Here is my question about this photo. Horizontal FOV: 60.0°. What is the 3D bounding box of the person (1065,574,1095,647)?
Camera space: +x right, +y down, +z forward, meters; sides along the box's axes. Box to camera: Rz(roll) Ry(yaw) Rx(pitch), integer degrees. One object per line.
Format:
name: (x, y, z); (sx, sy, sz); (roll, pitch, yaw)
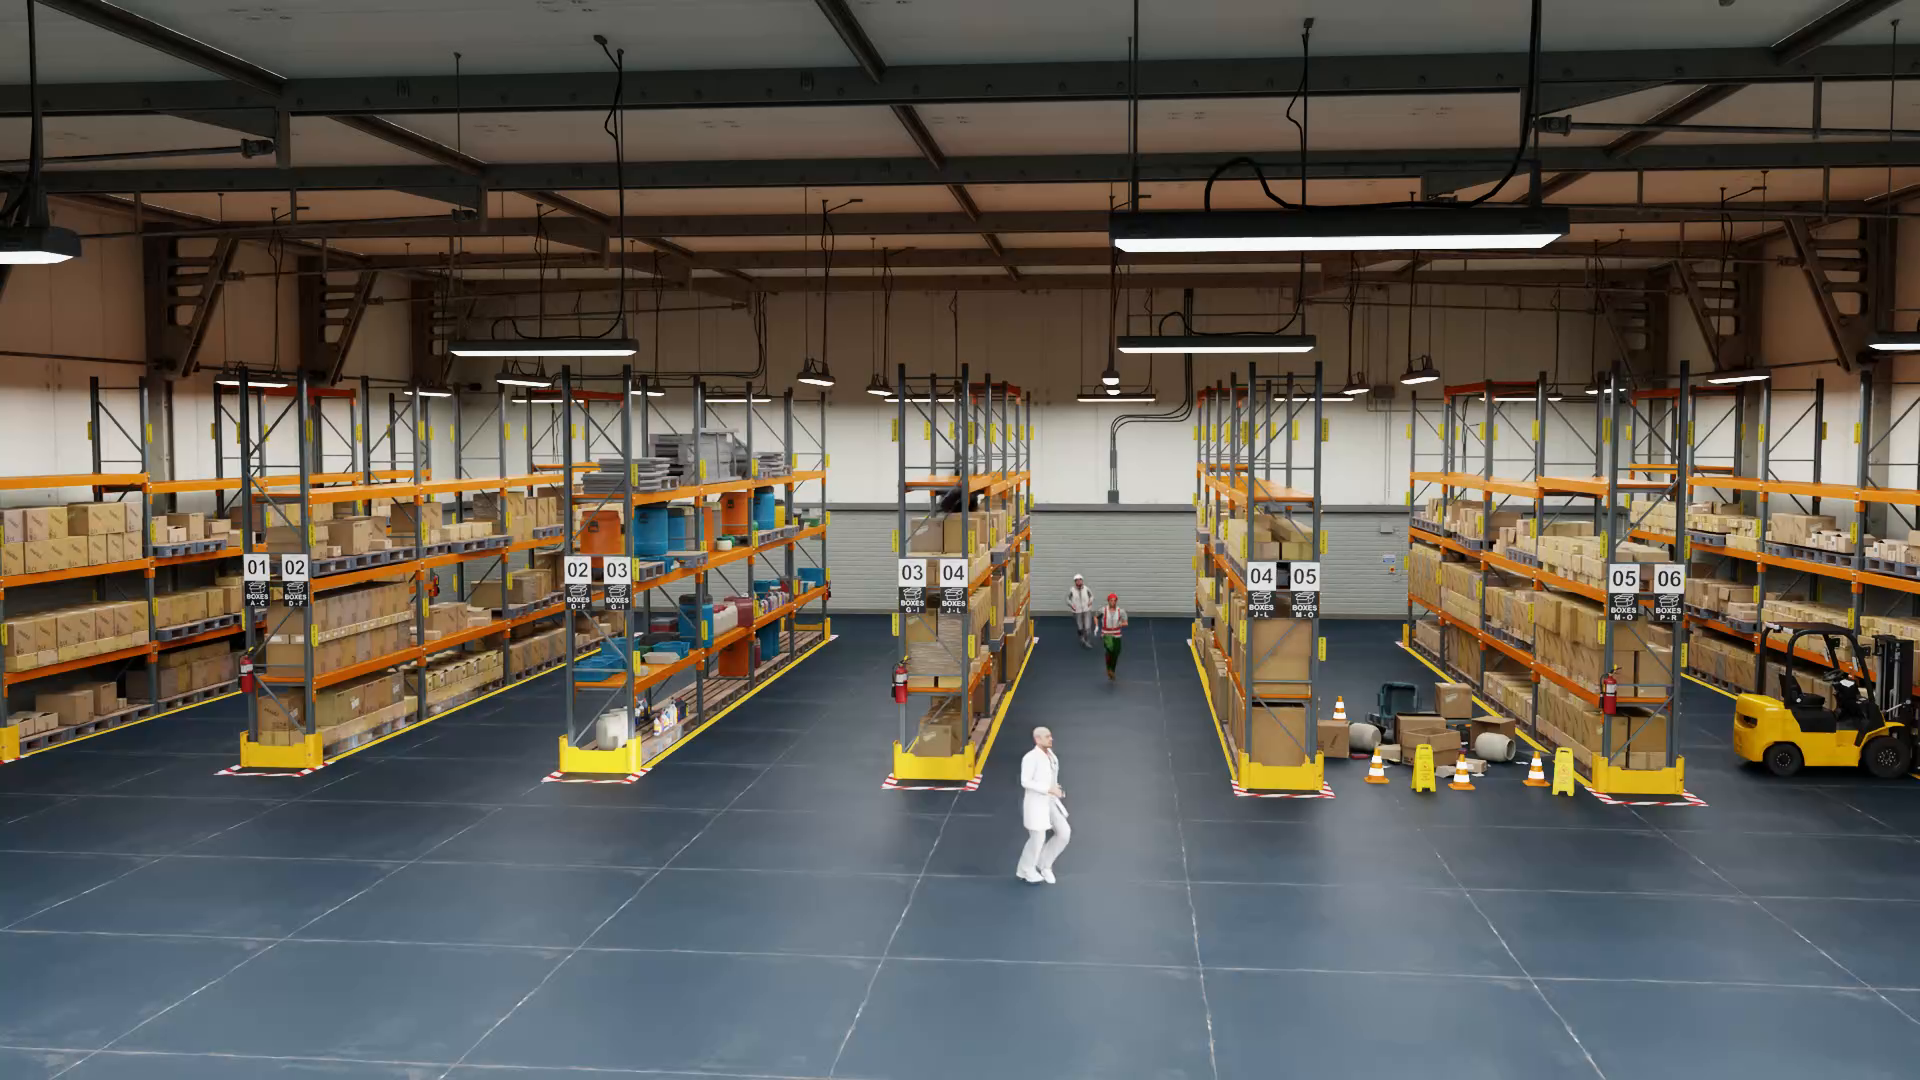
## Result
person: (2.818, 1.654, 38.902); (0.681, 1.710, 0.628); (0, 4, -4)

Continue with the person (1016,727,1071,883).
person: (0.923, 2.949, 18.400); (0.732, 1.781, 0.703); (3, 5, 39)

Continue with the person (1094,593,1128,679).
person: (3.010, 1.928, 33.066); (0.651, 1.755, 0.889); (-1, 4, -8)
